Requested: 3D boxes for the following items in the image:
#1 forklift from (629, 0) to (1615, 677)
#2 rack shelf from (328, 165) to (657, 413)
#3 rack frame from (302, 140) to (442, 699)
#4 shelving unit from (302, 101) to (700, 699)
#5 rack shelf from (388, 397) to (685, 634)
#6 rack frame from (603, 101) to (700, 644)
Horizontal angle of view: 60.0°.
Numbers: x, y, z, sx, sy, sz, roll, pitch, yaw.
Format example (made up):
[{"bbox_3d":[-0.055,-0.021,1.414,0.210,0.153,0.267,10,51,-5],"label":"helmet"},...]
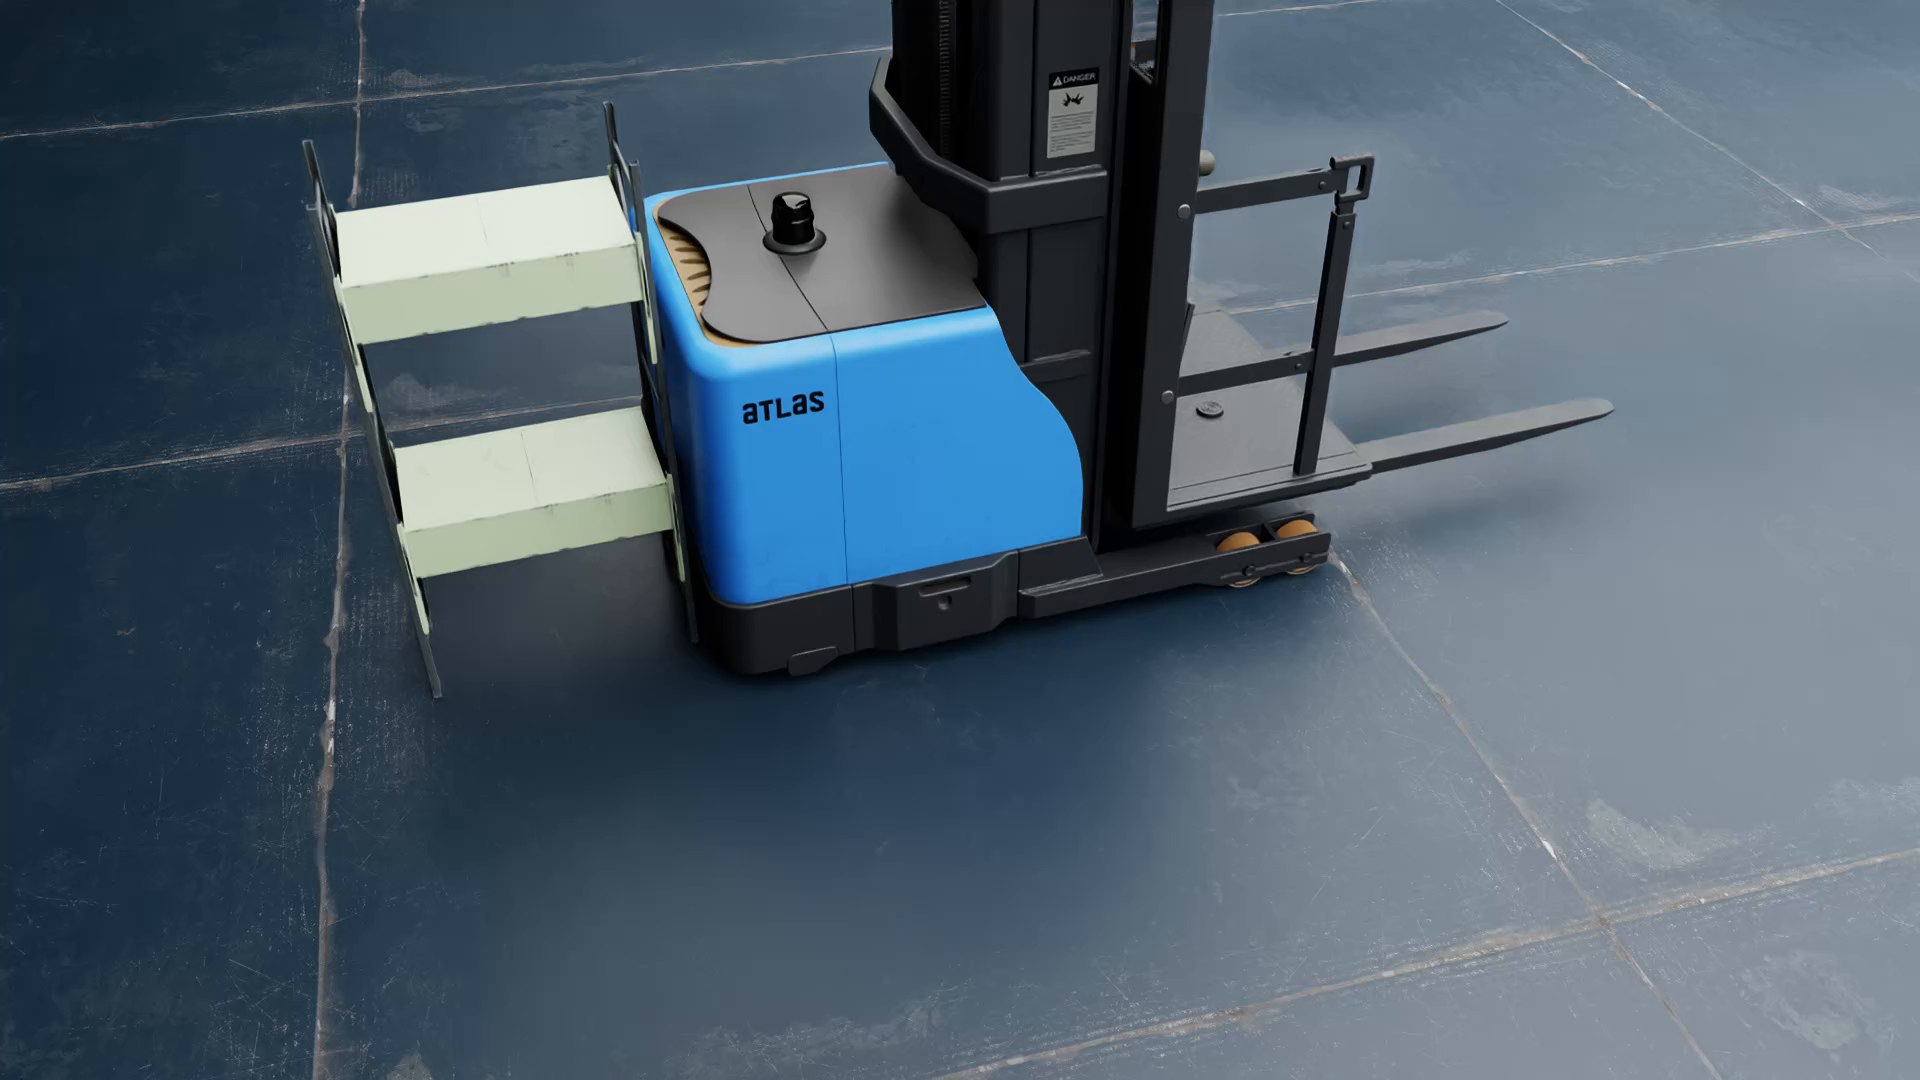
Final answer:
[{"bbox_3d":[0.609,-1.313,4.554,3.031,2.935,1.130,-12,39,-15],"label":"forklift"},{"bbox_3d":[-1.183,-0.647,4.219,0.720,0.370,0.431,-12,39,-15],"label":"rack shelf"},{"bbox_3d":[-1.529,-0.265,4.362,0.023,1.500,0.400,-12,39,-15],"label":"rack frame"},{"bbox_3d":[-1.183,-0.337,4.456,0.755,1.500,0.431,-12,39,-15],"label":"shelving unit"},{"bbox_3d":[-1.183,-0.078,4.654,0.720,0.370,0.431,-12,39,-15],"label":"rack shelf"},{"bbox_3d":[-0.836,-0.409,4.550,0.023,1.500,0.400,-12,39,-15],"label":"rack frame"}]
